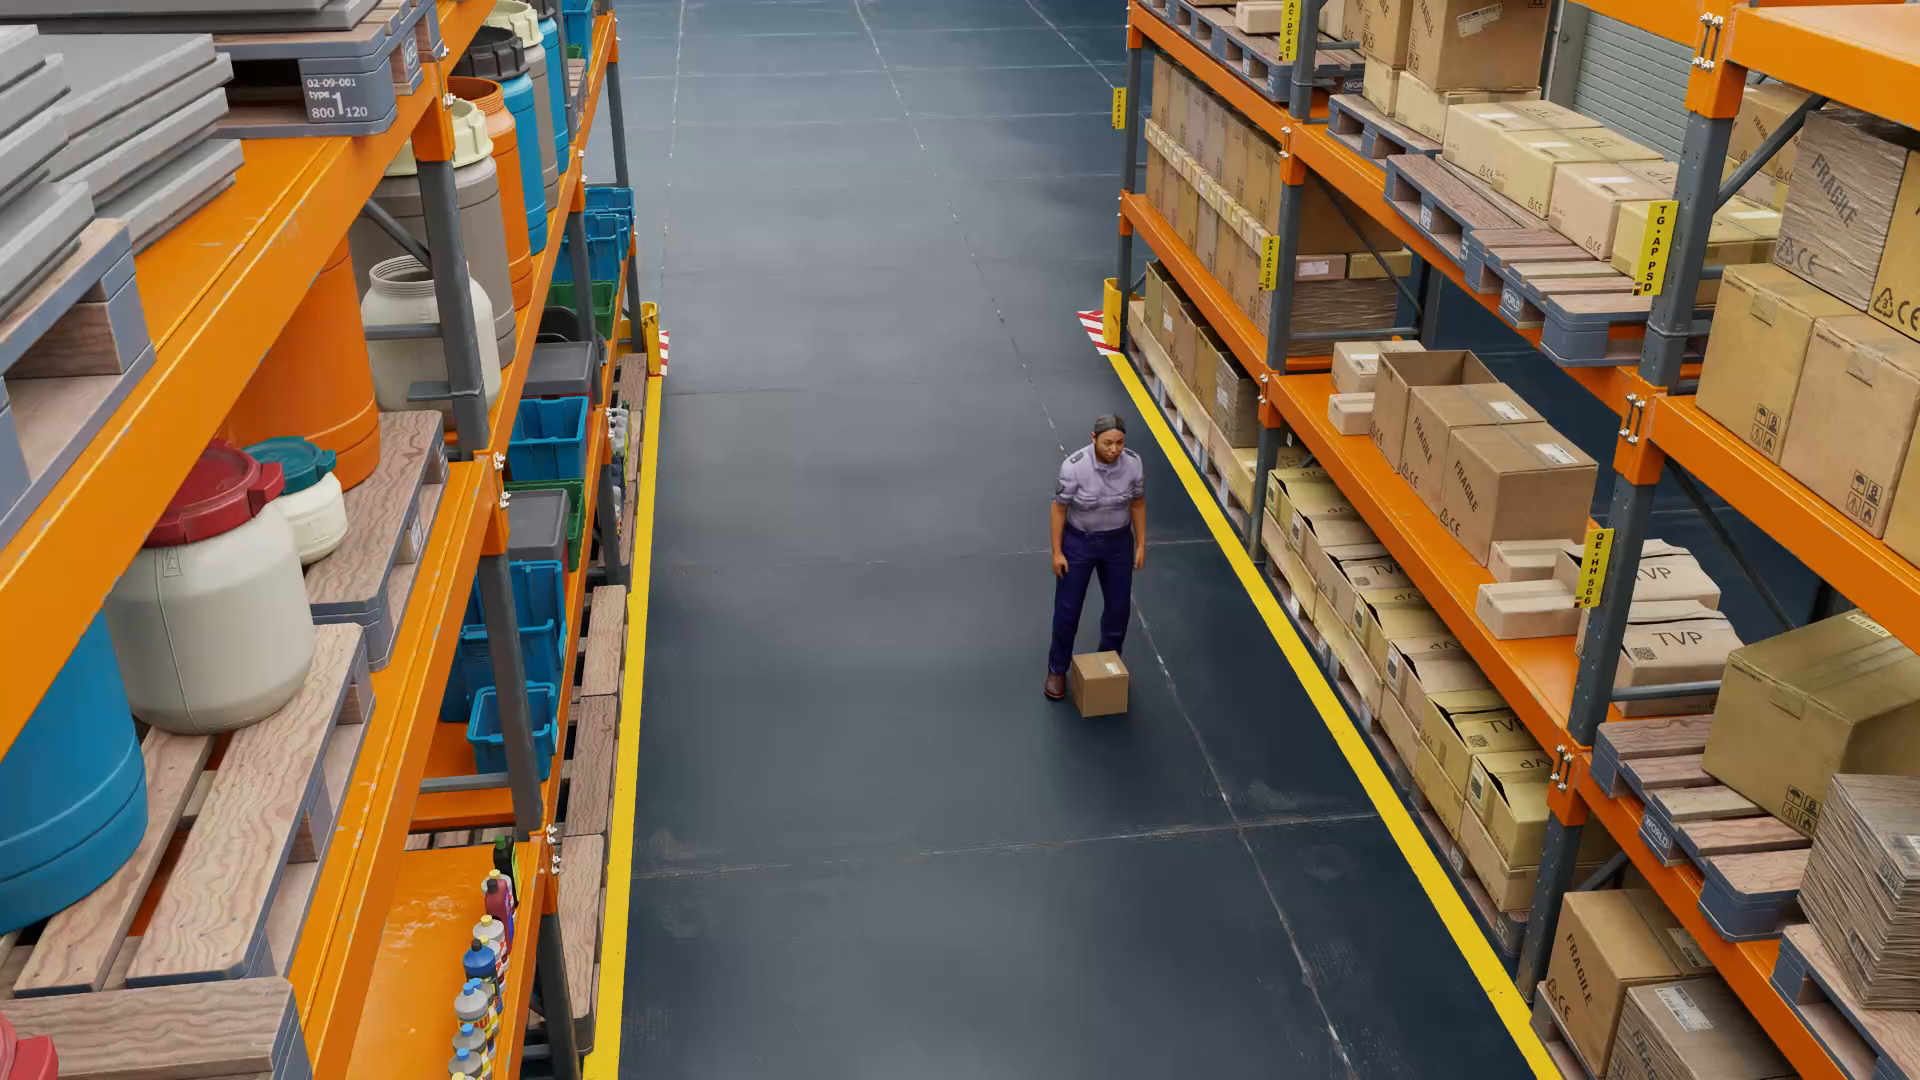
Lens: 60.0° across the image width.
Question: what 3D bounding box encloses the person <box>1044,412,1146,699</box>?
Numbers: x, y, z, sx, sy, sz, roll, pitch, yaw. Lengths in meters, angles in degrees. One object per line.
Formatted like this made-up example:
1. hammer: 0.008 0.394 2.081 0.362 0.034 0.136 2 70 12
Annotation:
1. person: 0.730 0.056 8.989 0.563 1.653 0.361 -5 28 -10
